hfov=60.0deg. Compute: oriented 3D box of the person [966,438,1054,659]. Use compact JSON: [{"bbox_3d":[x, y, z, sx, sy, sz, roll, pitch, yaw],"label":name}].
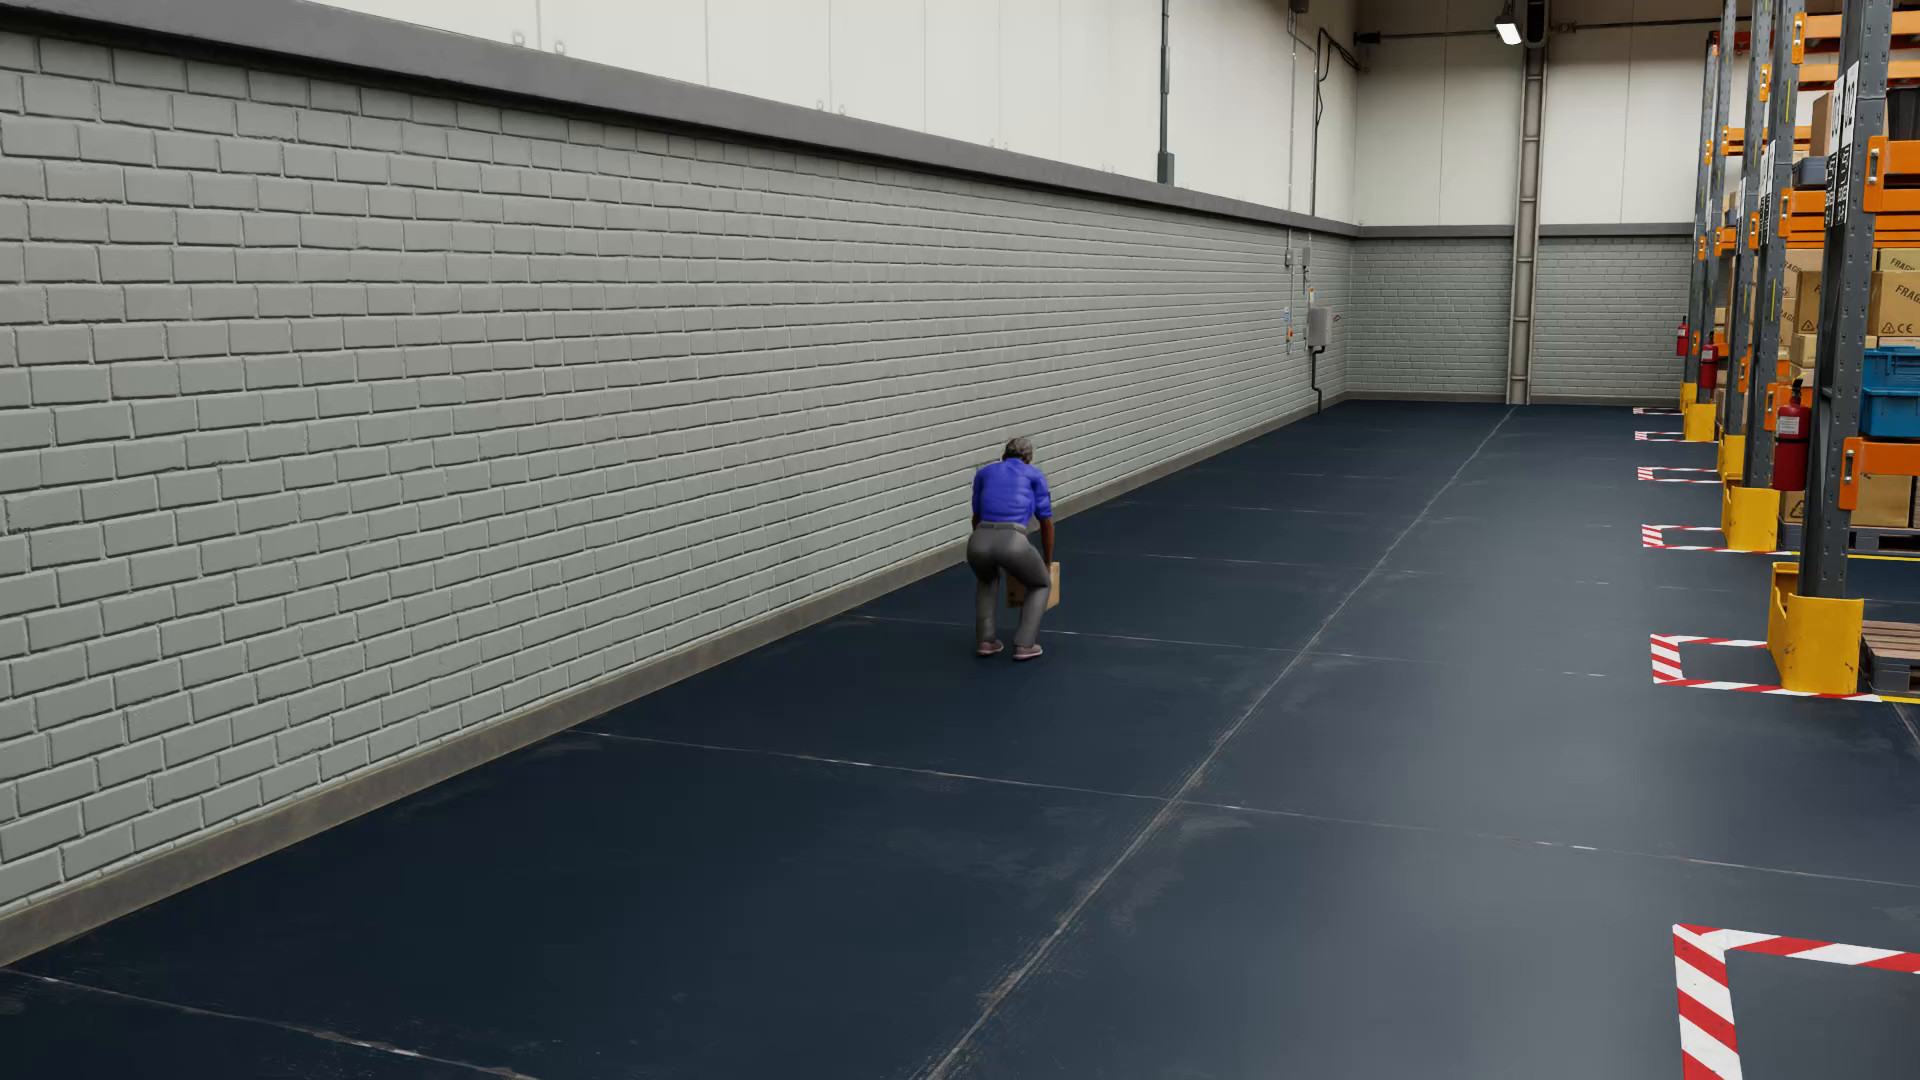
[{"bbox_3d":[0.258,0.051,9.499,0.500,1.220,0.706,3,9,21],"label":"person"}]
